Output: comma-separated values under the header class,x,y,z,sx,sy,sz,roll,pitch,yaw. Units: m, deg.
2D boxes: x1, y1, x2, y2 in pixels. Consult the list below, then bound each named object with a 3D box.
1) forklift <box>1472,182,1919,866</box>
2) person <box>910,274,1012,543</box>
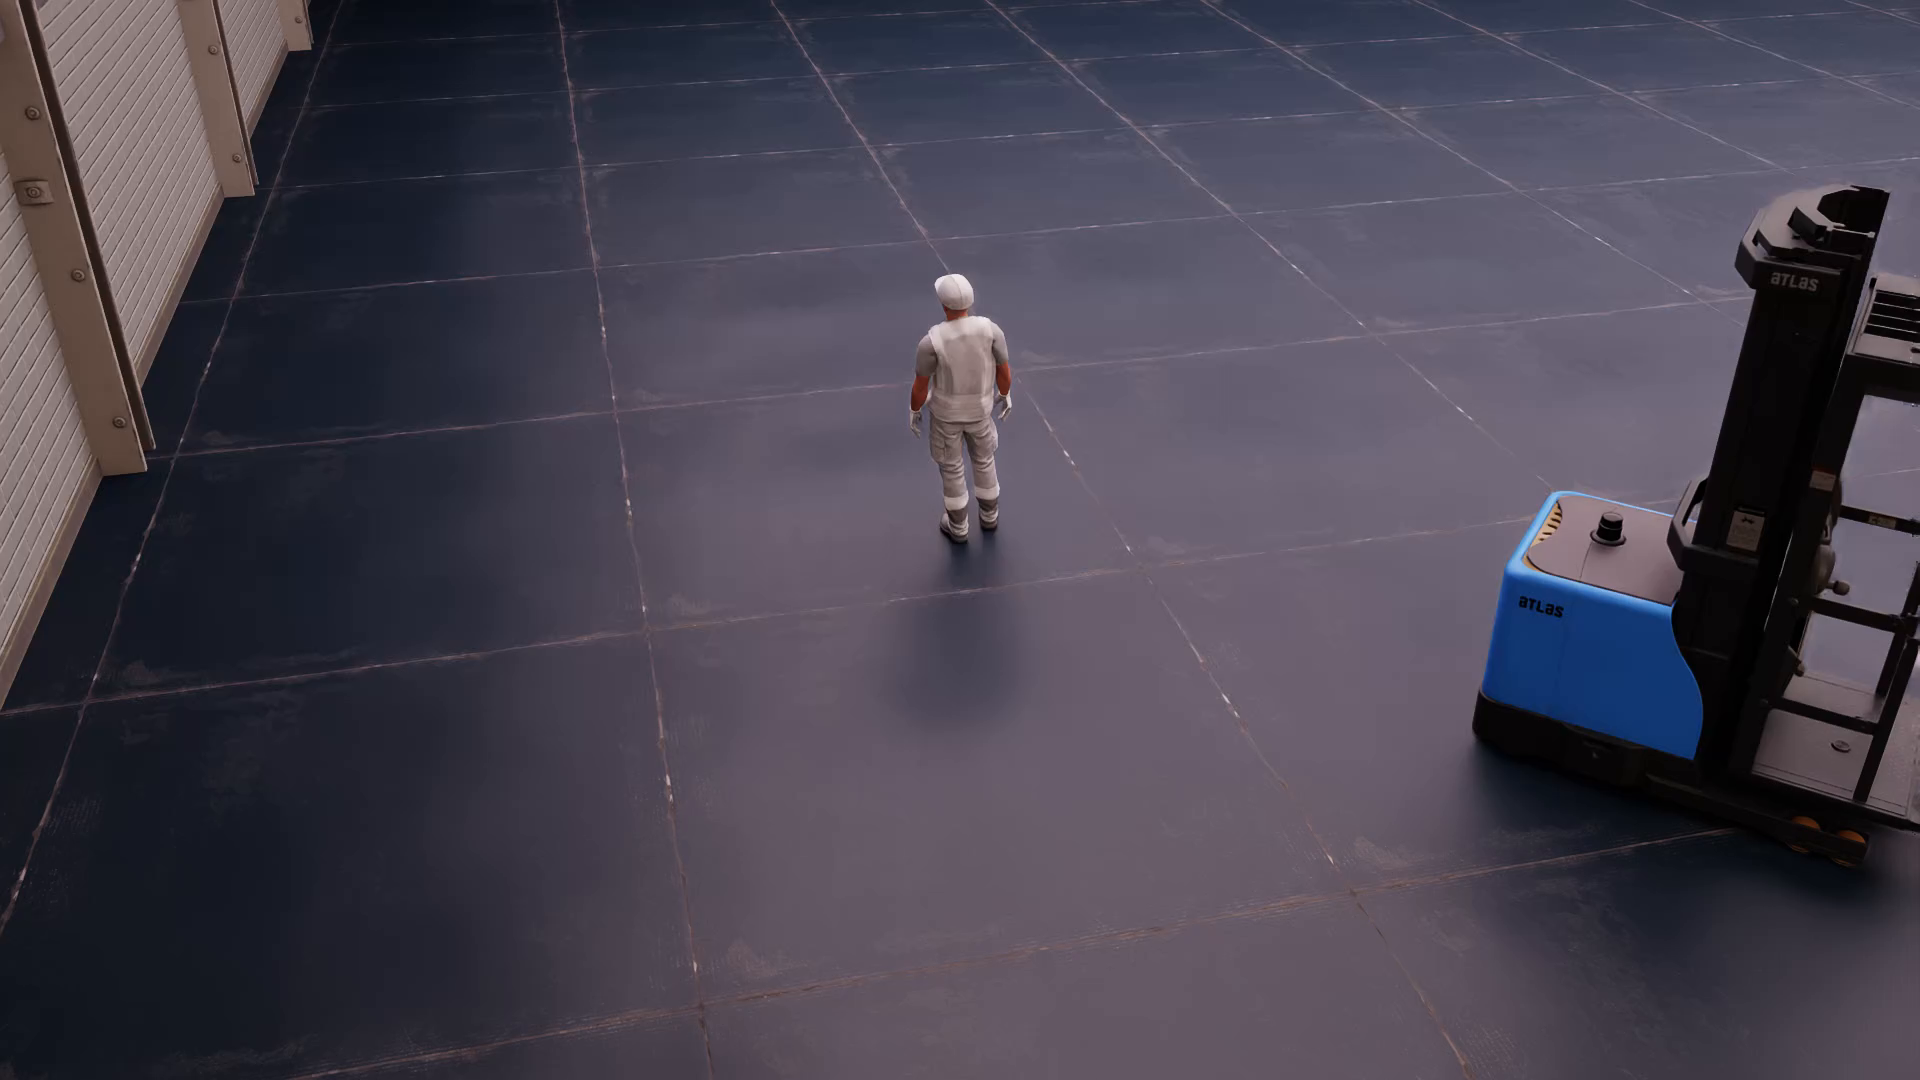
class,x,y,z,sx,sy,sz,roll,pitch,yaw
forklift,4.196,-0.036,7.636,3.031,2.935,1.130,17,34,26
person,-0.007,-0.821,10.118,0.637,1.787,0.564,-7,31,-12
